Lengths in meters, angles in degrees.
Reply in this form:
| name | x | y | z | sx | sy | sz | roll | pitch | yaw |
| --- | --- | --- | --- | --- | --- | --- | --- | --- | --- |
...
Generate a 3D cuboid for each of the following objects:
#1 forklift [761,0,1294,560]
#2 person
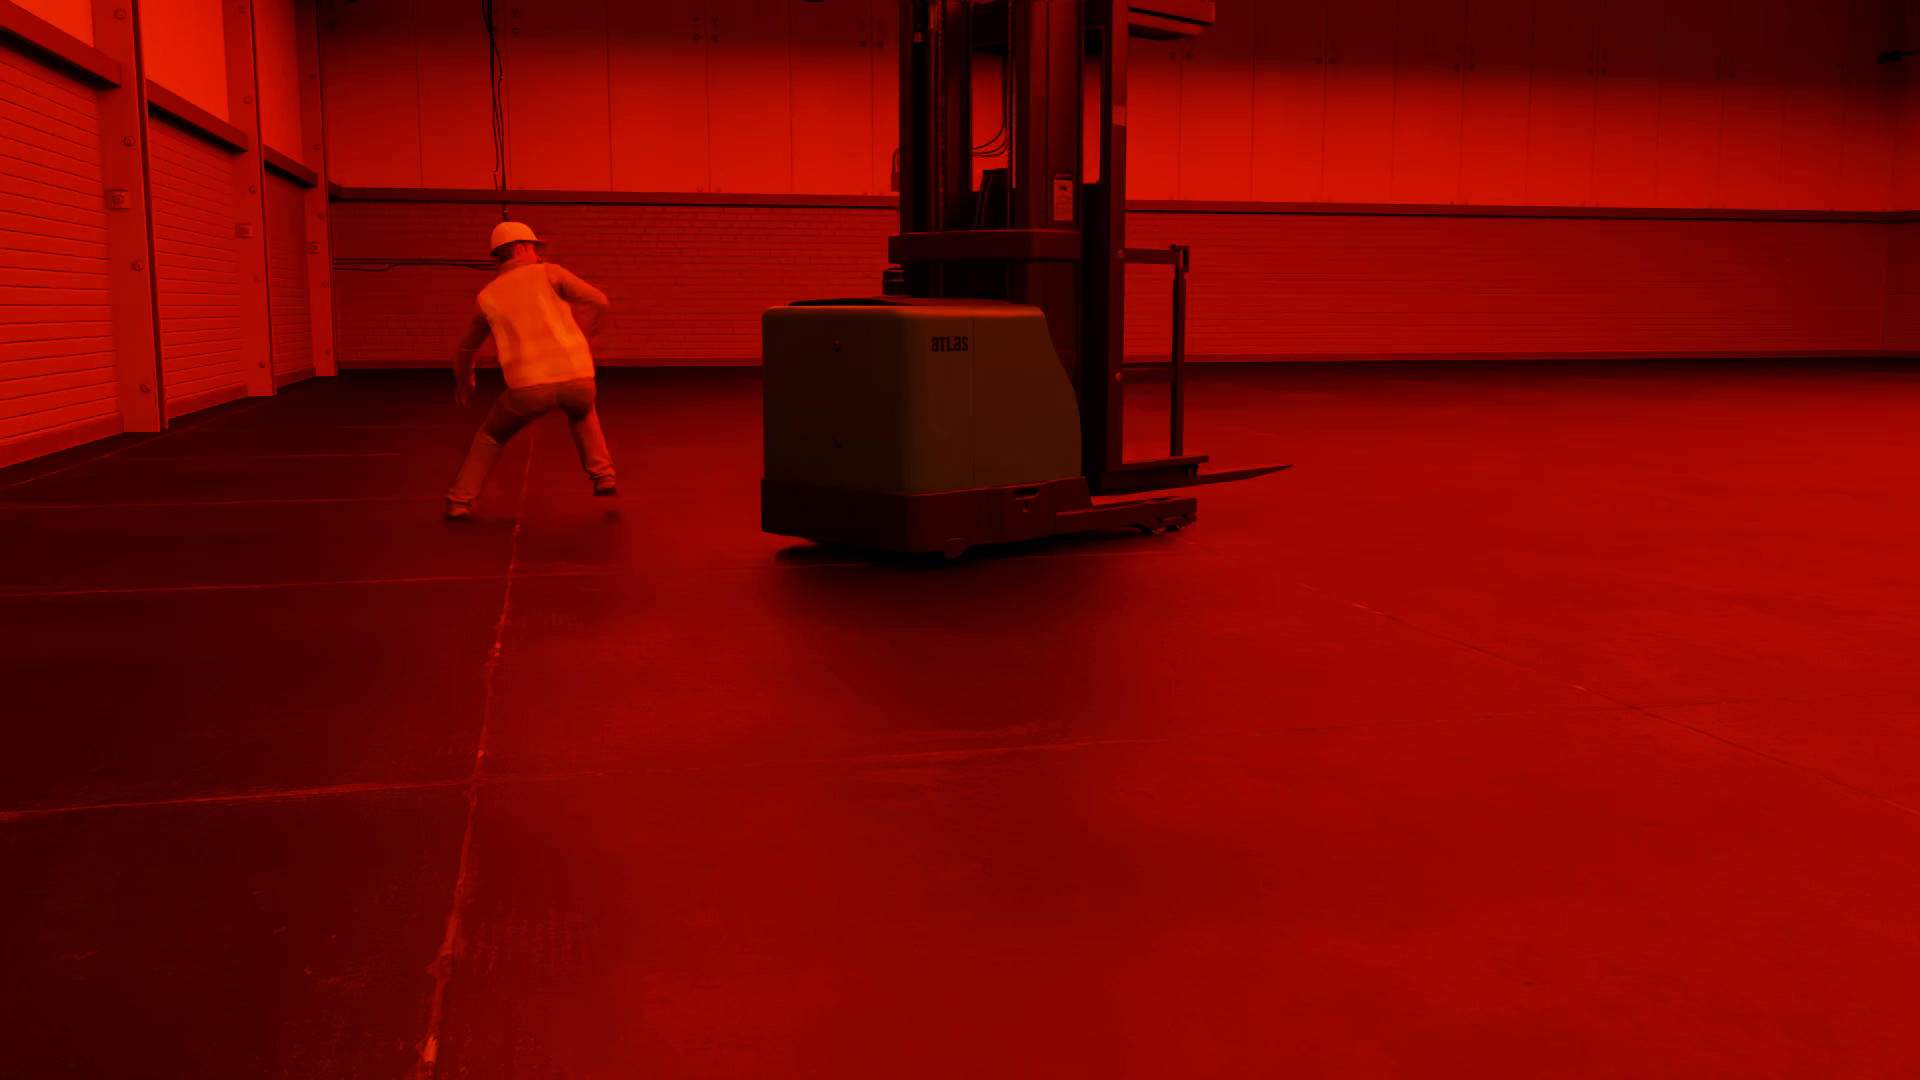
| name | x | y | z | sx | sy | sz | roll | pitch | yaw |
| --- | --- | --- | --- | --- | --- | --- | --- | --- | --- |
| forklift | 0.505 | -1.521 | 7.999 | 1.130 | 2.935 | 3.031 | 8 | 11 | 44 |
| person | -2.221 | -0.844 | 8.503 | 0.891 | 1.550 | 0.763 | -2 | 8 | -15 |
